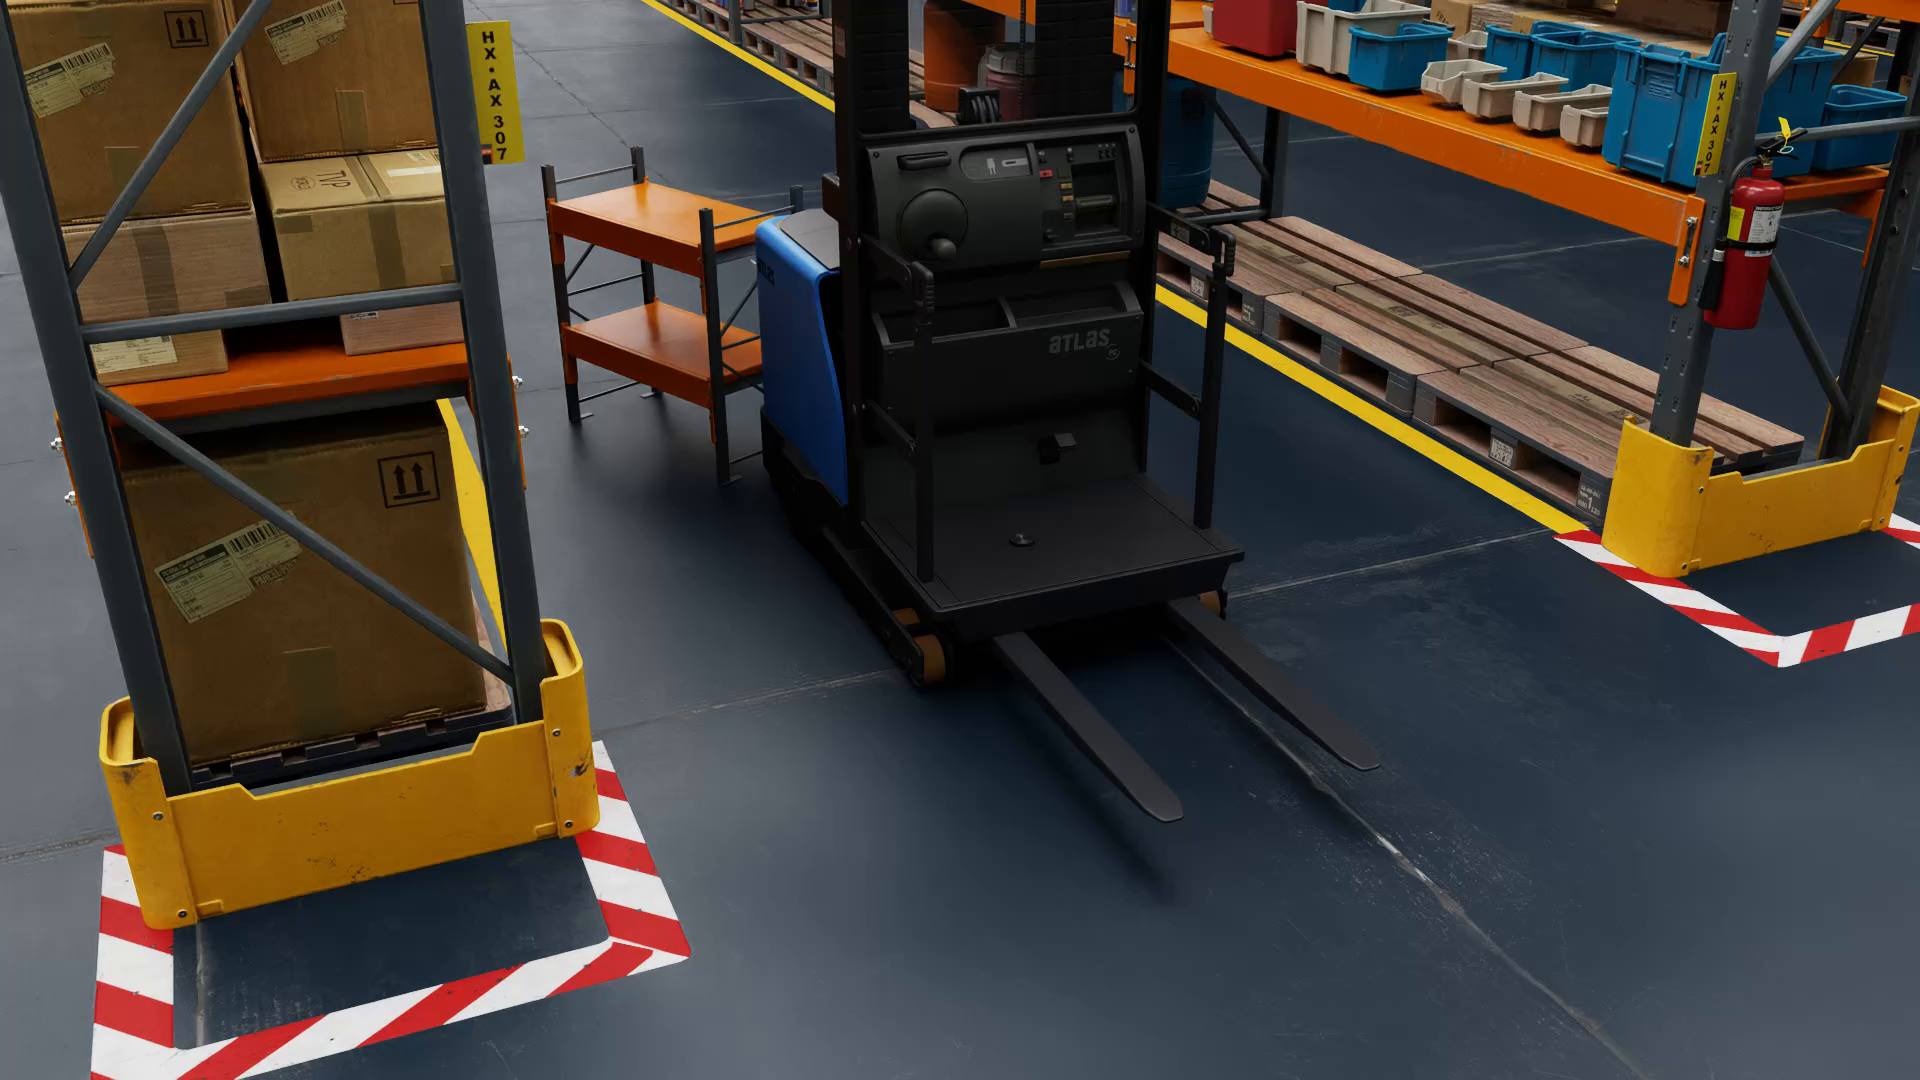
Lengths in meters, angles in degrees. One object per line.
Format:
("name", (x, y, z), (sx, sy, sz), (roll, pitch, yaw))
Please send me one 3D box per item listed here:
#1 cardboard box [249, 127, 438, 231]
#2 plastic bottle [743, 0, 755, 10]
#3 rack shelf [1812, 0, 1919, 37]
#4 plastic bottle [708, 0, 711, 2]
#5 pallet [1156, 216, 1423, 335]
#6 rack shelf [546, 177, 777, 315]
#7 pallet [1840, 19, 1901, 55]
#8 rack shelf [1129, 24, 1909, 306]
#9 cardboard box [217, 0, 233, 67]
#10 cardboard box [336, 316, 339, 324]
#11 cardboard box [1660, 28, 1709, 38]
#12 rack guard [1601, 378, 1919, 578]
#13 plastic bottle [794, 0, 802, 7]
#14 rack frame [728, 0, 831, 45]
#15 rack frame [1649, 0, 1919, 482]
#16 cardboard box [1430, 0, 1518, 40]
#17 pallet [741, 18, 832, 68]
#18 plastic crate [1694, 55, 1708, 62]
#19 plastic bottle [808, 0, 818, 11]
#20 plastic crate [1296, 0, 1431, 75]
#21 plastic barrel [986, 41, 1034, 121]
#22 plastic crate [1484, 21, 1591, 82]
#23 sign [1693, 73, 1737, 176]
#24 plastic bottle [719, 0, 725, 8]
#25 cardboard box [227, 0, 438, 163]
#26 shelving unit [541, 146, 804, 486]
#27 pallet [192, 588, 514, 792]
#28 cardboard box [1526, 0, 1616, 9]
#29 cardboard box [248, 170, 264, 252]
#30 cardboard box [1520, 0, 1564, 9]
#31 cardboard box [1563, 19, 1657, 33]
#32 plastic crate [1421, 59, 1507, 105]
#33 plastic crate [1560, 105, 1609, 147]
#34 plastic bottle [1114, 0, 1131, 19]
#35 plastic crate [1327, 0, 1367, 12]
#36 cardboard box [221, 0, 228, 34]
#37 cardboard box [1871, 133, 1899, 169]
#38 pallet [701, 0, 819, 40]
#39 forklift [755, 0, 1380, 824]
("cardboard box", (-1.749, -1.042, 4.798), (0.500, 0.250, 0.500), (-11, 28, -21))
("plastic bottle", (-2.127, -5.465, 16.543), (0.144, 0.351, 0.185), (-11, 28, -21))
("rack shelf", (6.733, -2.712, 9.206), (1.077, 0.370, 4.000), (-11, 28, -21))
("plastic bottle", (-2.521, -5.681, 17.070), (0.152, 0.276, 0.135), (-10, 28, -20))
("pallet", (1.715, -1.450, 8.979), (1.003, 0.211, 1.213), (-11, 28, -21))
("rack shelf", (-1.171, -1.221, 6.803), (1.000, 0.278, 0.538), (22, 34, 38))
("pallet", (9.180, -4.726, 15.689), (1.003, 0.211, 1.213), (-11, 28, -21))
("rack shelf", (2.174, -1.862, 7.466), (1.077, 0.370, 4.000), (-11, 28, -21))
("cardboard box", (-2.820, -1.899, 5.697), (0.500, 0.500, 0.500), (-11, 28, -22))
("cardboard box", (-1.537, -0.718, 4.587), (0.380, 0.149, 0.250), (-11, 28, -21))
("cardboard box", (5.577, -3.571, 12.492), (0.500, 0.500, 0.500), (-10, 28, -20))
("rack guard", (2.979, -0.248, 6.187), (1.175, 0.500, 0.348), (-11, 28, -21))
("plastic bottle", (-1.615, -5.526, 16.753), (0.152, 0.276, 0.135), (-10, 28, -19))
("rack frame", (-1.742, -6.223, 15.576), (1.000, 3.000, 0.127), (-11, 28, -21))
("rack frame", (2.957, -1.378, 5.654), (1.000, 3.000, 0.127), (-11, 28, -21))
("cardboard box", (4.299, -4.299, 13.984), (0.500, 0.500, 0.500), (-9, 28, -18))
("pallet", (-1.399, -4.659, 15.552), (1.003, 0.211, 1.213), (-11, 28, -21))
("plastic crate", (2.906, -1.752, 6.542), (0.416, 0.233, 0.300), (-11, 28, -21))
("plastic bottle", (-1.464, -5.398, 16.496), (0.097, 0.271, 0.097), (0, 26, 0))
("plastic crate", (1.819, -2.319, 7.647), (0.437, 0.282, 0.530), (-11, 28, -21))
("plastic barrel", (0.474, -3.062, 11.373), (0.600, 0.588, 0.708), (-11, 28, -21))
("plastic crate", (2.530, -2.139, 7.334), (0.416, 0.233, 0.300), (-11, 28, -21))
("sign", (2.457, -1.351, 5.411), (0.100, 0.325, 0.005), (-11, 28, -21))
("plastic bottle", (-2.335, -5.518, 16.650), (0.144, 0.351, 0.185), (-12, 29, -23))
("cardboard box", (-1.735, -1.373, 4.619), (0.500, 0.500, 0.500), (-11, 28, -22))
("shelving unit", (-1.171, -0.958, 6.931), (1.048, 1.125, 0.538), (22, 34, 38))
("pallet", (-1.985, 0.417, 5.156), (1.003, 0.211, 1.213), (-11, 28, -21))
("cardboard box", (4.992, -4.510, 13.560), (0.500, 0.250, 0.500), (-9, 28, -19))
("cardboard box", (-2.232, -0.948, 4.606), (0.500, 0.250, 0.500), (-11, 28, -21))
("cardboard box", (4.966, -4.195, 13.770), (0.500, 0.500, 0.500), (-9, 28, -19))
("cardboard box", (4.910, -3.675, 12.707), (0.500, 0.500, 0.500), (-12, 28, -22))
("plastic crate", (2.107, -1.929, 7.014), (0.298, 0.136, 0.250), (-11, 28, -21))
("plastic crate", (2.471, -1.585, 6.309), (0.396, 0.136, 0.243), (-11, 28, -21))
("plastic bottle", (0.939, -3.041, 9.201), (0.152, 0.276, 0.135), (-11, 28, -21))
("plastic crate", (1.888, -2.883, 8.686), (0.392, 0.384, 0.575), (-11, 28, -21))
("cardboard box", (-3.510, -2.821, 8.494), (0.500, 0.500, 0.500), (-11, 28, -22))
("cardboard box", (5.915, -2.625, 10.772), (0.500, 0.311, 0.500), (-11, 28, -21))
("pallet", (-1.967, -5.248, 16.758), (1.003, 0.211, 1.213), (-11, 28, -21))
("forklift", (0.244, -1.062, 5.085), (1.130, 2.935, 3.031), (-10, 28, -20))
